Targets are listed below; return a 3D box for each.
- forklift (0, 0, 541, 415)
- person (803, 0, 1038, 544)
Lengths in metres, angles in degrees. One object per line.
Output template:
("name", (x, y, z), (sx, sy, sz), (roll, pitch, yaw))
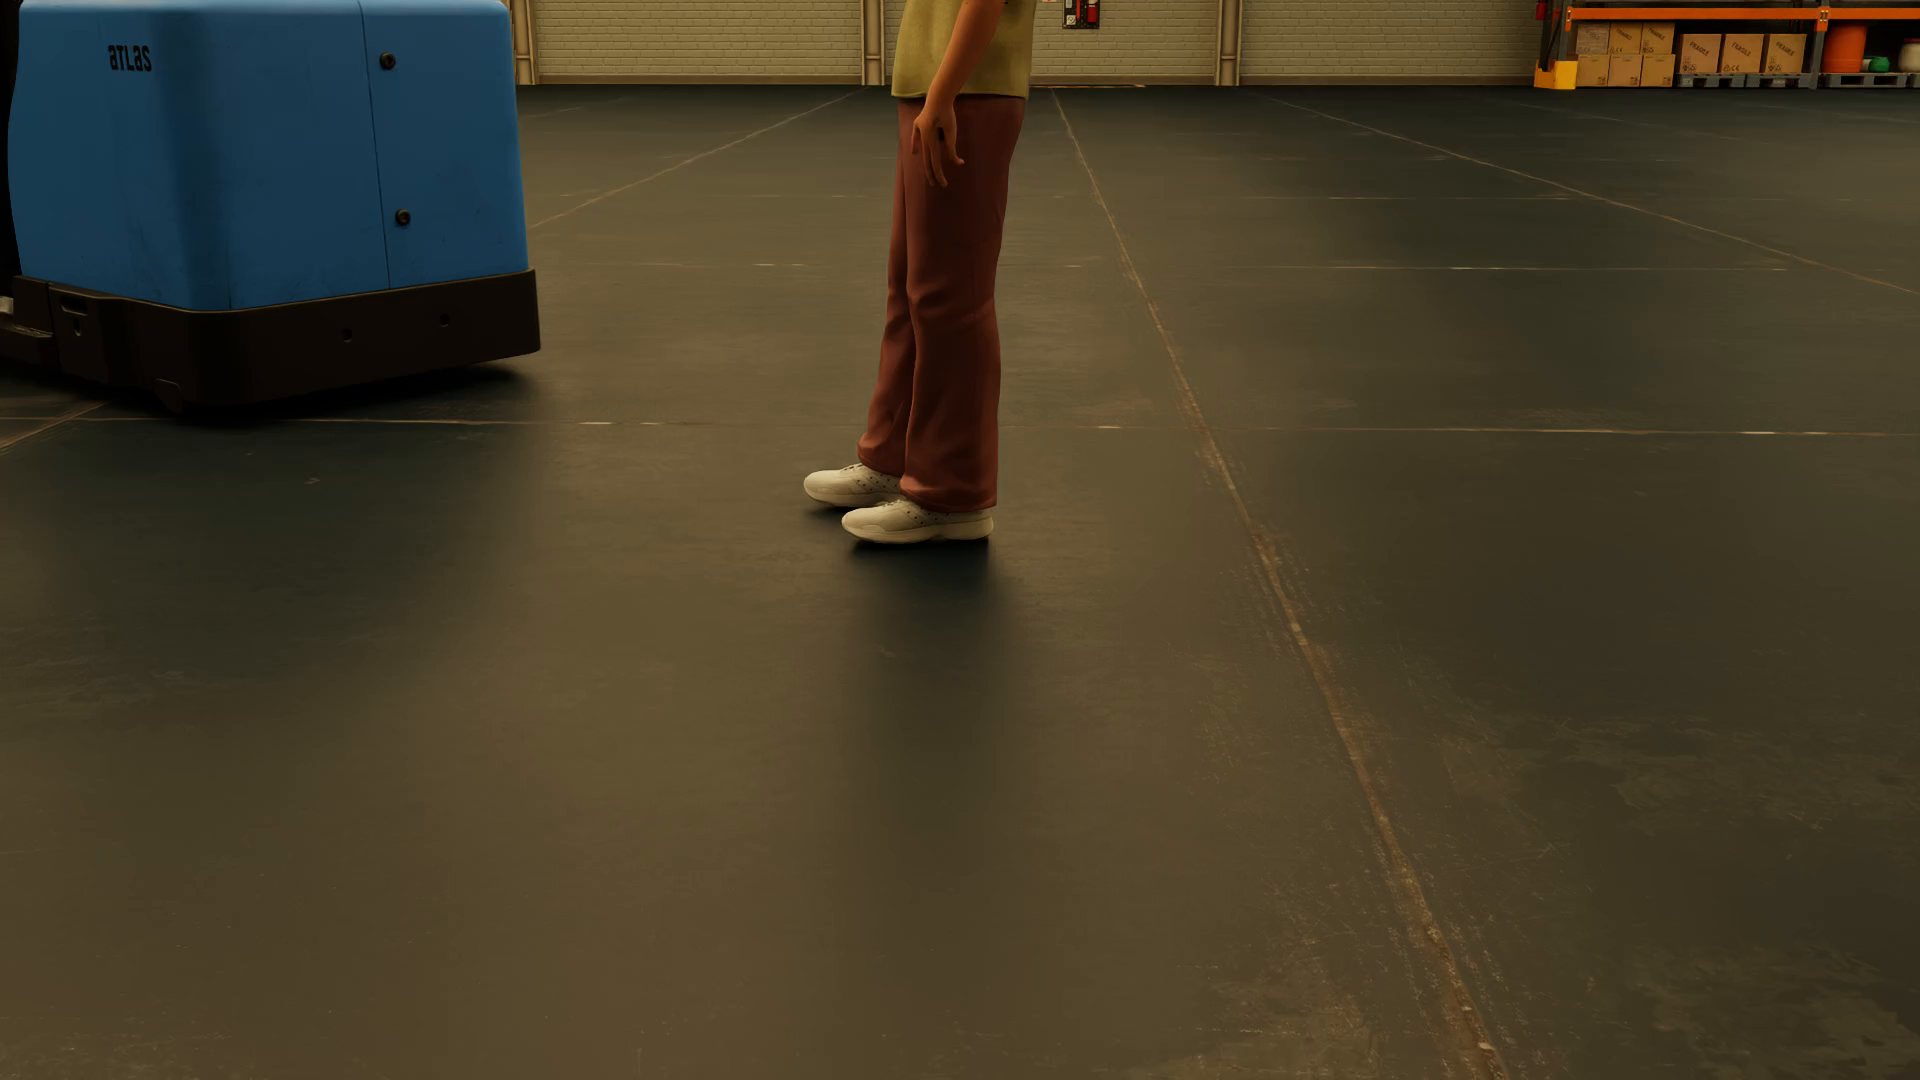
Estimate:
("forklift", (-2.715, -2.061, 5.065), (3.031, 2.935, 1.130), (13, 22, 37))
("person", (-0.073, -0.811, 3.134), (0.549, 1.675, 0.555), (1, 17, 2))
